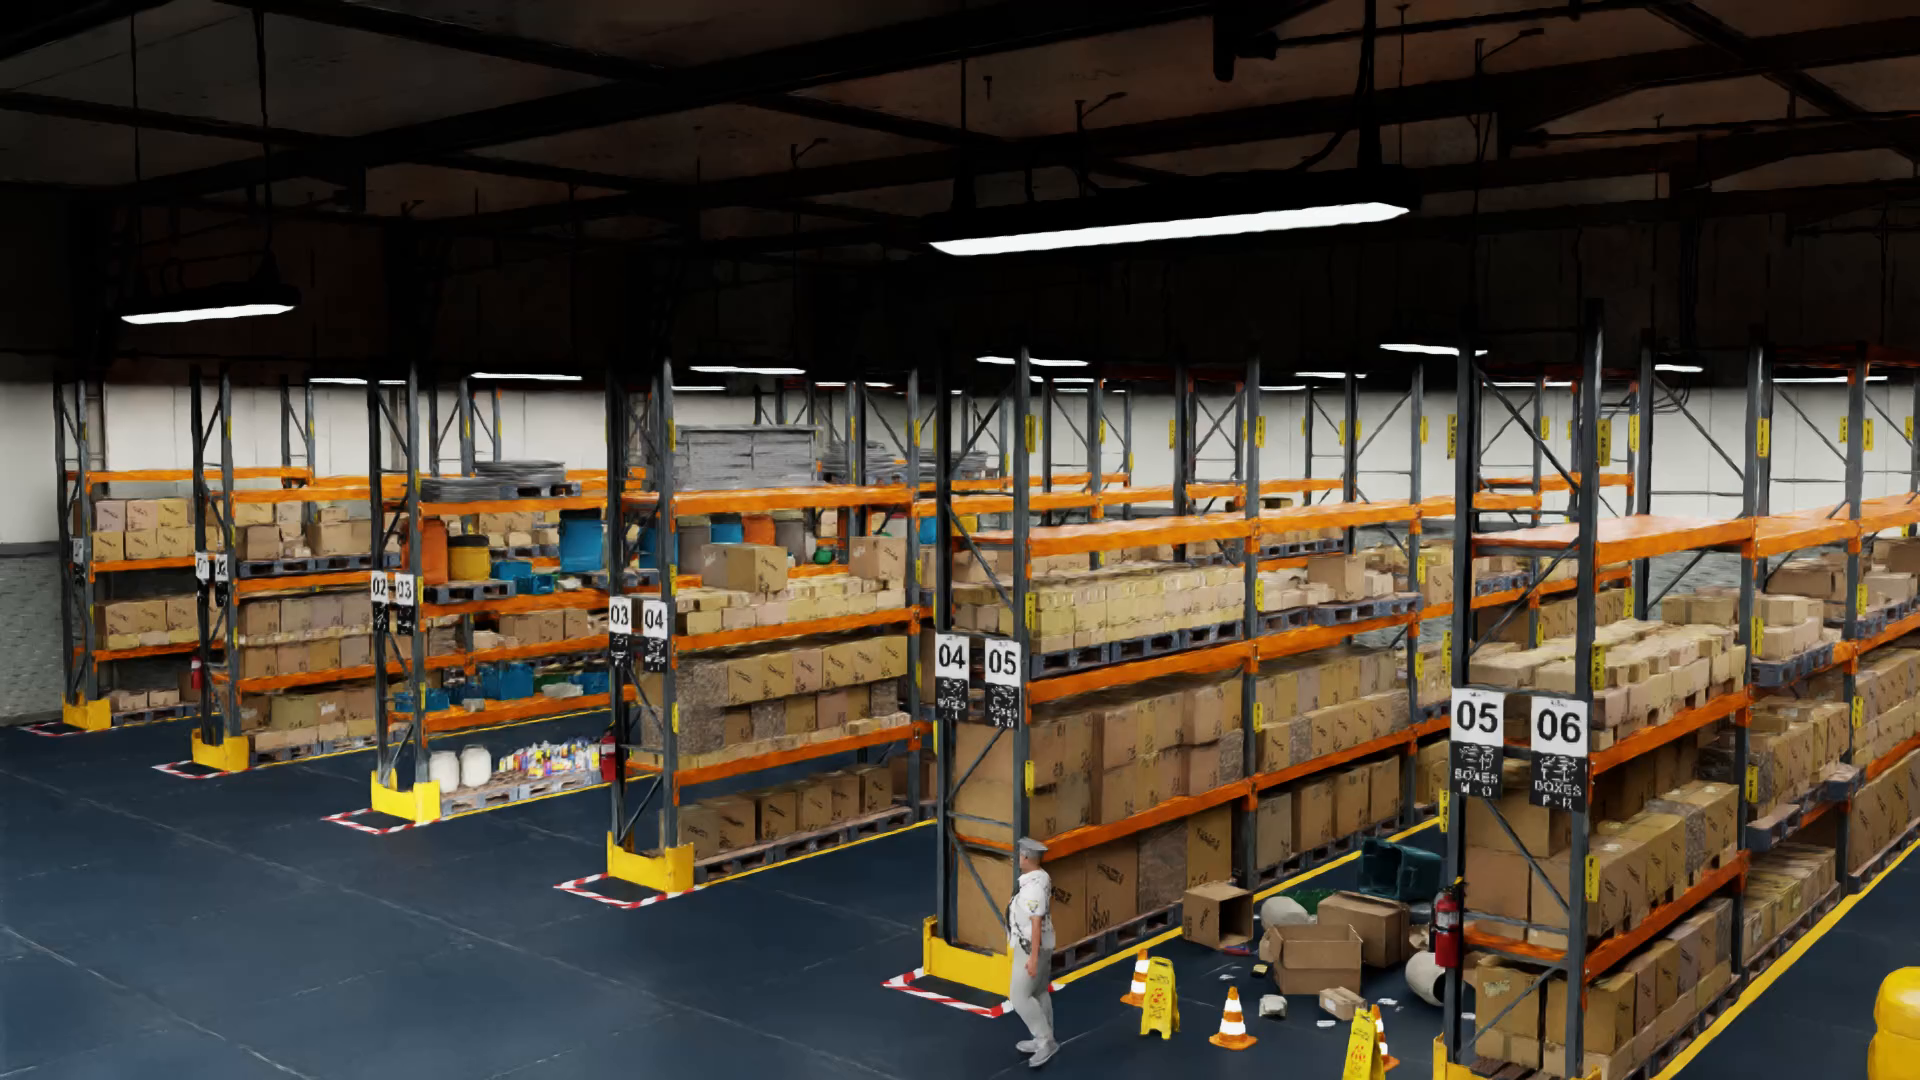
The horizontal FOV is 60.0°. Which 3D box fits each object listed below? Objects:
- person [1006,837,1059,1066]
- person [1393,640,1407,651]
[{"bbox_3d":[0.595,3.313,13.465,0.442,1.740,0.659,1,4,9],"label":"person"},{"bbox_3d":[6.964,2.431,26.418,0.441,1.659,0.538,1,4,13],"label":"person"}]
